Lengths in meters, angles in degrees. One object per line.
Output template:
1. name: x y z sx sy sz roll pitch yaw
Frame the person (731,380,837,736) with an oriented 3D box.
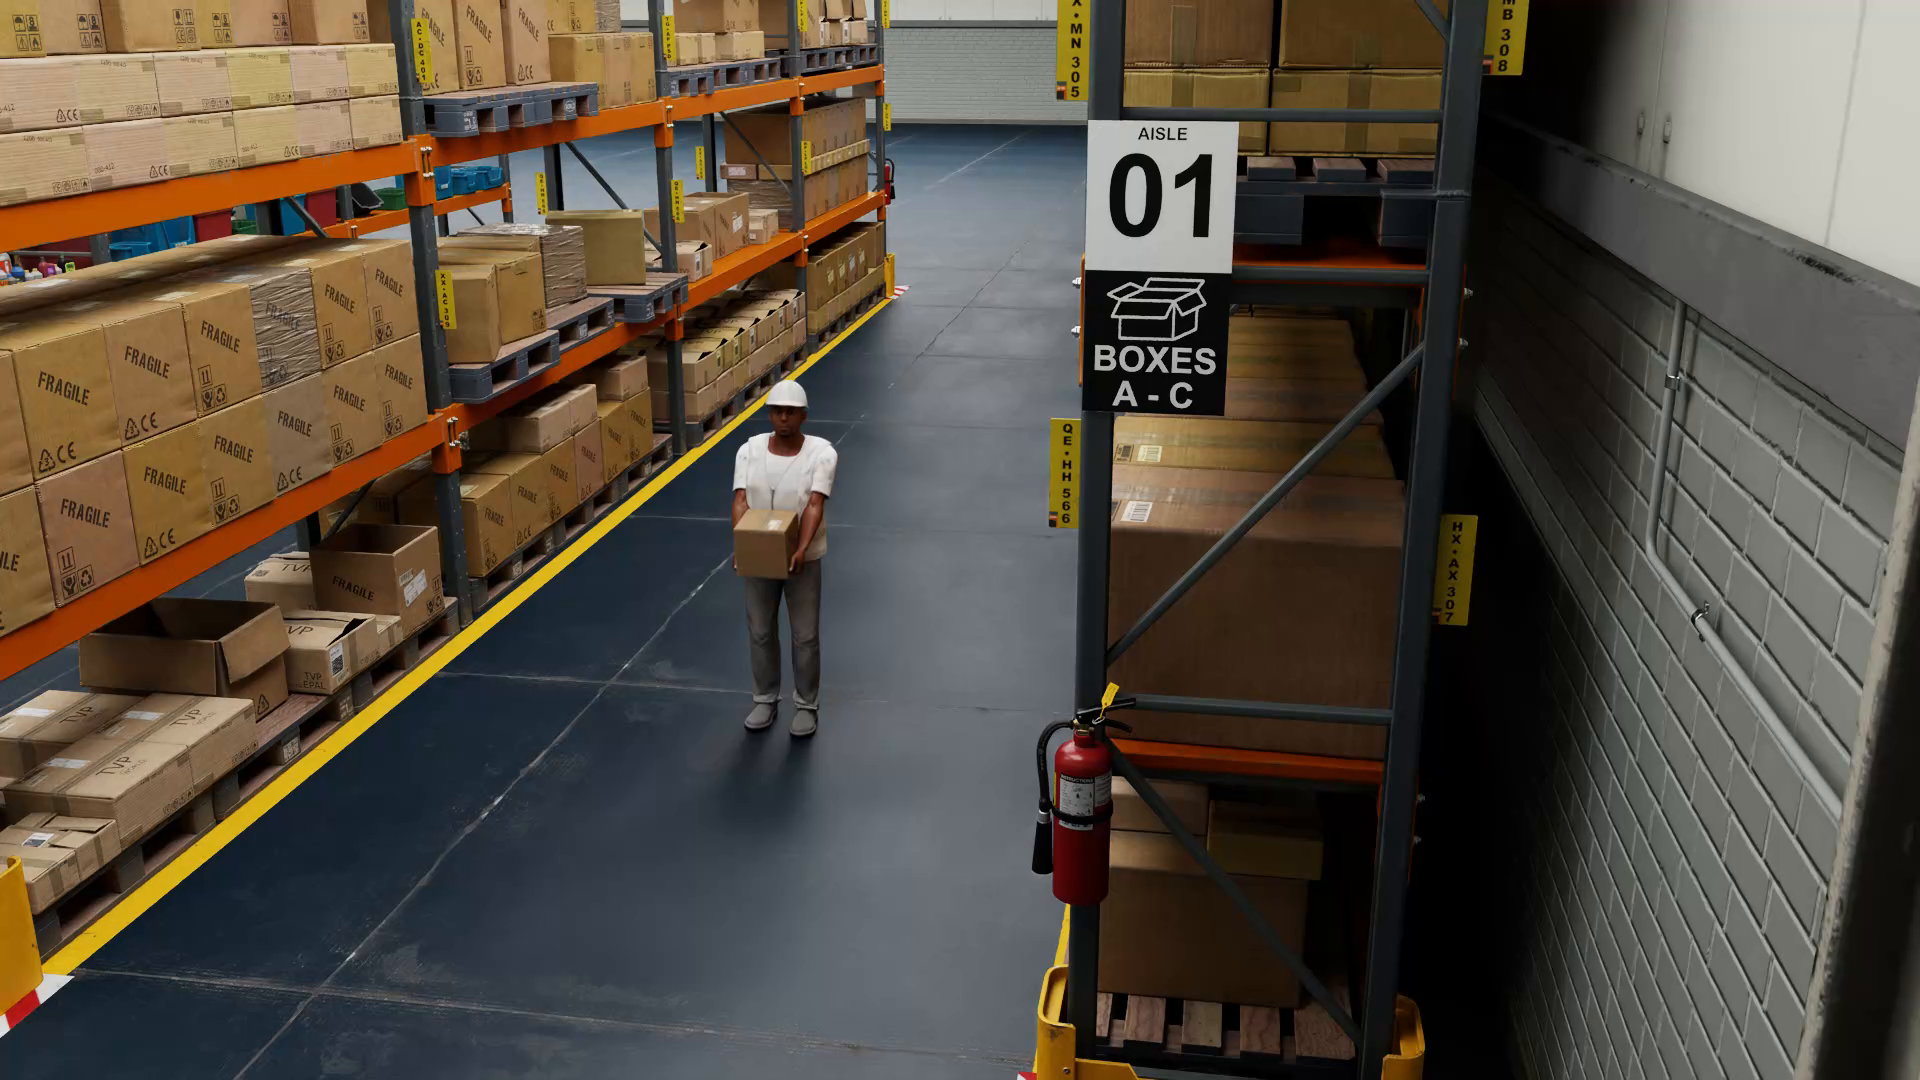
1. person: -0.876 0.111 8.179 0.502 1.761 0.577 3 18 9
